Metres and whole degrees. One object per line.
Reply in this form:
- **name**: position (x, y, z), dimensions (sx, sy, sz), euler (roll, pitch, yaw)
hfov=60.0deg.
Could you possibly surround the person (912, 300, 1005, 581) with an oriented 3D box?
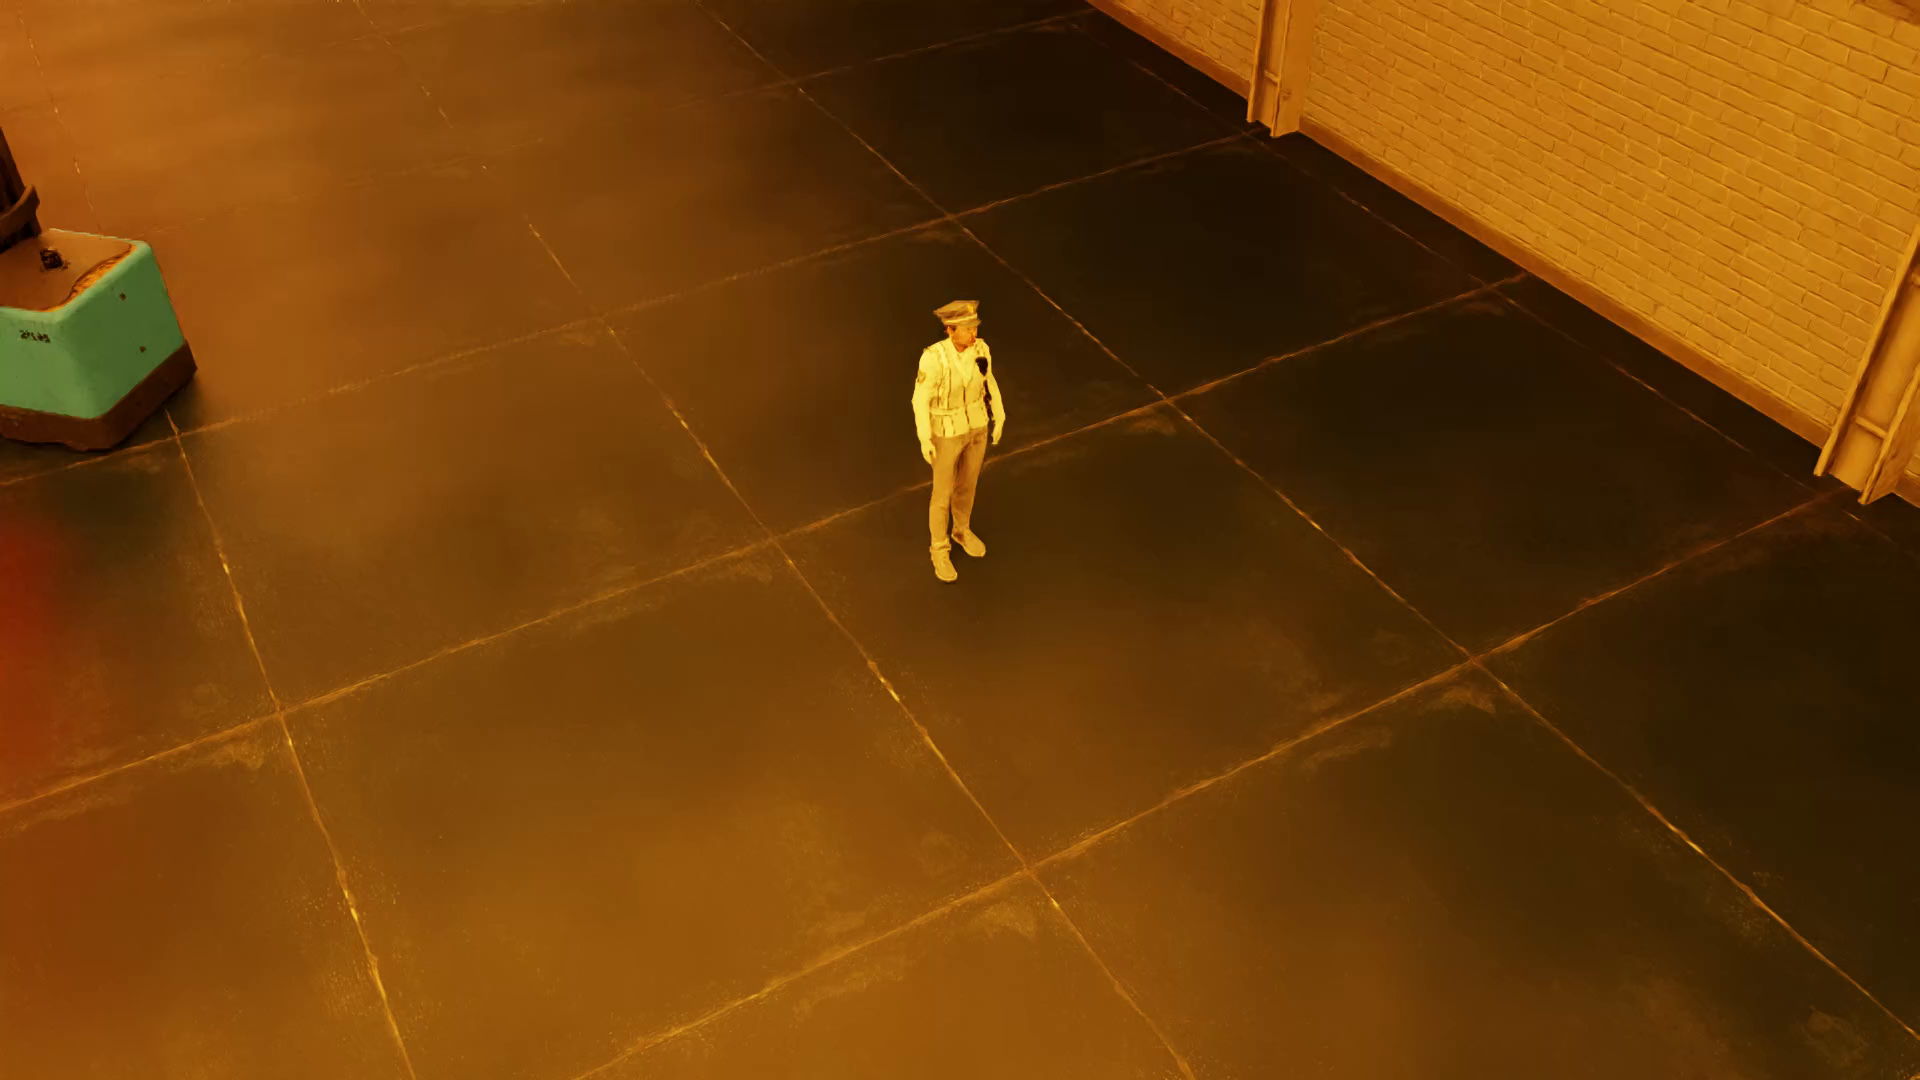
- **person**: position (0.028, -0.619, 9.738), dimensions (0.586, 1.695, 0.532), euler (-20, 44, -23)

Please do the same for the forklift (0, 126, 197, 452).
- **forklift**: position (-6.924, -2.218, 10.711), dimensions (3.031, 2.935, 1.130), euler (9, 41, 11)
